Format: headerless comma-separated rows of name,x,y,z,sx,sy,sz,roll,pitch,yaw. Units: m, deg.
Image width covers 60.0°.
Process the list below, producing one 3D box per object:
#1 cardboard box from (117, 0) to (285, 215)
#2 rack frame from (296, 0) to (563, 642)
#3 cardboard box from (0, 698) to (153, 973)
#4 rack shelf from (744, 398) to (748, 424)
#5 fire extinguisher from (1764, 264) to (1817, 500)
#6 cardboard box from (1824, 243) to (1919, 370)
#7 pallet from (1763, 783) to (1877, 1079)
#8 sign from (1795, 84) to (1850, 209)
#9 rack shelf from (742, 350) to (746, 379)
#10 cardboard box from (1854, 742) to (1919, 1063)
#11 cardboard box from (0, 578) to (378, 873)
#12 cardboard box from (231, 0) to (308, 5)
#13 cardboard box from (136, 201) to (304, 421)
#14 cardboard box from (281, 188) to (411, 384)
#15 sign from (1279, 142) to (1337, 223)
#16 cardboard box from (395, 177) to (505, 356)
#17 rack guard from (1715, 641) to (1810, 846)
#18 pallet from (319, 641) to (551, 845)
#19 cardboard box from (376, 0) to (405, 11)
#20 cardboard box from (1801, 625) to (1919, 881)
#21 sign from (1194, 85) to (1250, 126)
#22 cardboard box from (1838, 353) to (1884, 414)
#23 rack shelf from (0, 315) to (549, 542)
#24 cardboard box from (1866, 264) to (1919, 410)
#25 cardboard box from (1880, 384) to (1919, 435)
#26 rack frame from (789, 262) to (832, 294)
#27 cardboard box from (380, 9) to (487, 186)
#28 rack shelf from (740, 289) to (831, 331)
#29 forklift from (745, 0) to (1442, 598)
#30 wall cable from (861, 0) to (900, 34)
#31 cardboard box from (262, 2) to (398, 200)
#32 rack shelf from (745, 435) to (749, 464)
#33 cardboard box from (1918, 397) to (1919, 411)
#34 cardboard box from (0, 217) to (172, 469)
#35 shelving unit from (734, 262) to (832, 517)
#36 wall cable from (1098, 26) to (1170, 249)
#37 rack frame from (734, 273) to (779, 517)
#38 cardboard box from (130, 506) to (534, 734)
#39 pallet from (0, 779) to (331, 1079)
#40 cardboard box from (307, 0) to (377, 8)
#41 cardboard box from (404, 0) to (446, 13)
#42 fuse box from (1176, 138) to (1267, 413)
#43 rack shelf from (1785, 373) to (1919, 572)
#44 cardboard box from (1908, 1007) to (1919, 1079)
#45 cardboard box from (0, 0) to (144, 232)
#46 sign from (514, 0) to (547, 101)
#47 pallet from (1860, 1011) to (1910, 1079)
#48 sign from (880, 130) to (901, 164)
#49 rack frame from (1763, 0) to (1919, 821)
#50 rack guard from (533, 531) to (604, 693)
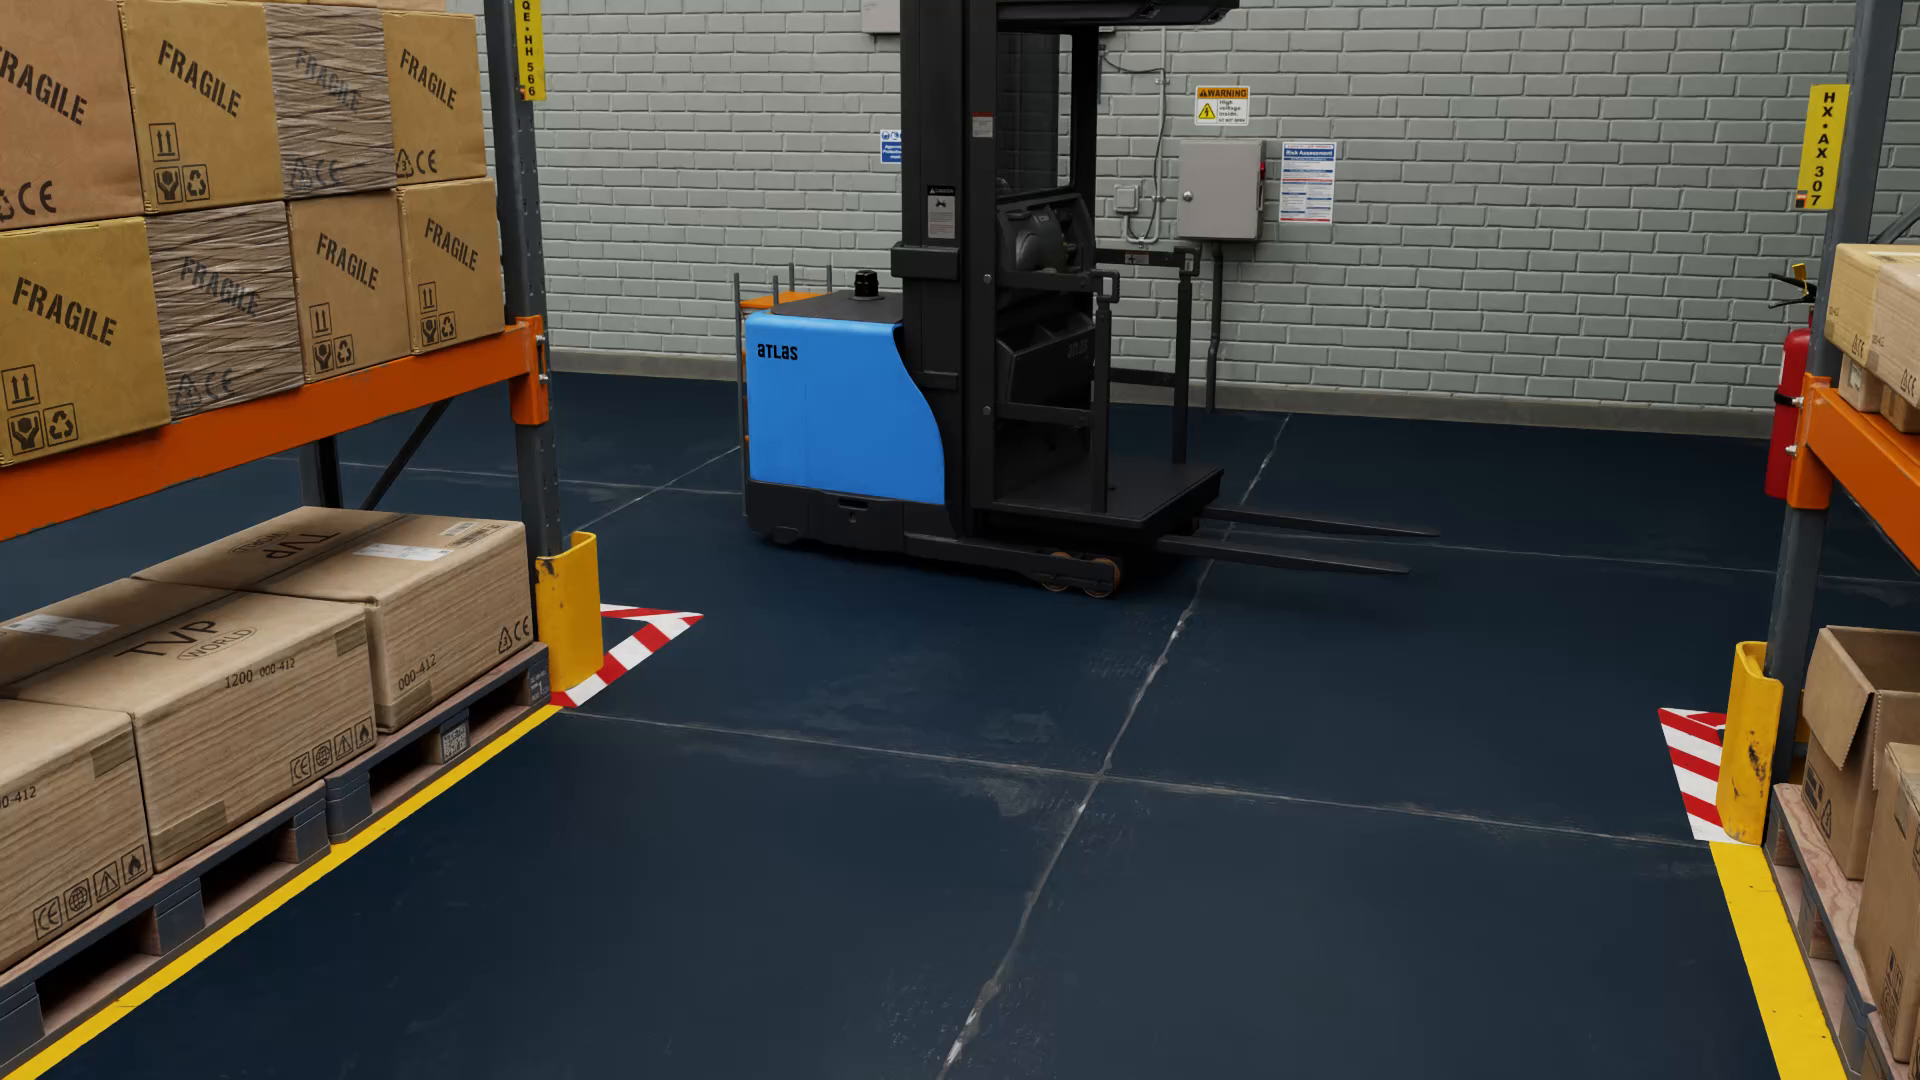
cardboard box,-2.096,-1.096,4.180,0.500,0.500,0.500,5,16,16
rack frame,-1.923,-0.979,5.785,1.000,3.000,0.127,5,16,16
cardboard box,-2.525,0.707,3.764,0.875,0.438,0.875,4,16,14
rack shelf,-0.856,-0.675,8.256,0.258,0.148,0.480,8,18,26
fire extinguisher,2.436,-0.453,4.755,0.296,0.674,0.183,5,16,16
cardboard box,2.450,-0.569,4.067,0.500,0.250,0.500,5,17,16
pallet,2.590,0.975,4.007,1.003,0.211,1.213,5,16,16
sign,2.317,-1.054,4.462,0.100,0.325,0.005,5,16,16
rack shelf,-0.856,-0.890,8.195,0.258,0.148,0.480,8,18,26
cardboard box,2.292,0.778,3.399,0.700,0.500,0.500,5,17,18
cardboard box,-2.267,0.472,4.595,0.875,0.438,0.875,5,17,17
cardboard box,-1.986,-1.506,4.438,0.380,0.149,0.250,5,17,17
cardboard box,-2.100,-0.615,4.318,0.500,0.500,0.500,5,17,17
cardboard box,-1.963,-0.751,4.796,0.500,0.500,0.500,4,16,15
sign,2.162,-2.226,10.353,0.329,0.494,0.001,5,16,16
cardboard box,-1.806,-0.881,5.254,0.500,0.500,0.500,5,17,16
rack guard,2.816,0.627,4.703,1.175,0.500,0.348,5,16,16
pallet,-2.075,0.577,5.407,1.003,0.211,1.213,5,16,16
cardboard box,-1.882,-1.643,4.920,0.380,0.149,0.250,5,17,17
cardboard box,2.572,0.556,4.177,0.797,0.503,0.637,4,16,14
sign,1.635,-2.711,10.377,0.339,0.242,0.001,5,16,16
cardboard box,2.481,-0.410,4.238,0.380,0.149,0.250,4,16,15
rack shelf,-2.491,-0.110,4.039,1.077,0.370,4.000,5,16,16
cardboard box,2.307,-0.437,3.602,0.500,0.250,0.500,5,17,16
cardboard box,2.453,-0.340,3.991,0.380,0.149,0.250,5,17,17
rack frame,-0.747,-0.799,8.448,0.240,1.200,0.015,8,18,26
cardboard box,-1.832,-1.364,5.125,0.500,0.500,0.500,5,17,18
rack shelf,-0.856,-1.118,8.131,0.258,0.148,0.480,8,18,26
forklift,0.563,-1.333,7.157,3.031,2.935,1.130,8,18,26
wall cable,-0.343,-2.960,10.850,0.585,1.953,0.123,5,16,16
cardboard box,-1.952,-1.225,4.635,0.500,0.500,0.500,5,16,16
rack shelf,-0.856,-0.484,8.310,0.258,0.148,0.480,8,18,26
cardboard box,2.166,-0.304,3.133,0.500,0.250,0.500,4,16,15
cardboard box,-2.234,-0.479,3.839,0.500,0.500,0.500,5,17,18
shelving unit,-0.856,-0.740,8.238,0.258,1.200,0.503,8,18,26
wall cable,1.020,-2.838,10.477,0.588,1.984,0.122,5,16,16
rack frame,-0.966,-0.680,8.028,0.240,1.200,0.015,8,18,26
cardboard box,-2.015,0.232,5.442,0.875,0.438,0.875,4,16,14
pallet,-2.424,0.896,4.285,1.003,0.211,1.213,5,16,16
cardboard box,-1.875,-1.569,4.659,0.380,0.149,0.250,4,16,15
cardboard box,-1.833,-1.711,5.161,0.380,0.149,0.250,5,17,17
fuse box,1.630,-1.636,10.460,0.539,1.711,0.414,5,16,16
rack shelf,2.269,0.274,2.685,1.077,0.370,4.000,5,16,16
cardboard box,2.046,0.909,2.939,0.500,0.500,0.500,5,17,17
cardboard box,-2.240,-0.964,3.717,0.500,0.500,0.500,5,16,15
sign,-1.407,-1.605,5.434,0.100,0.325,0.005,5,16,16
pallet,2.241,1.293,2.885,1.003,0.211,1.213,5,16,16
sign,-0.372,-2.606,11.026,0.327,0.218,0.001,5,16,16
rack frame,2.837,-0.595,4.432,1.000,3.000,0.127,5,16,16
rack guard,-1.916,0.217,6.149,1.175,0.500,0.348,5,16,16
